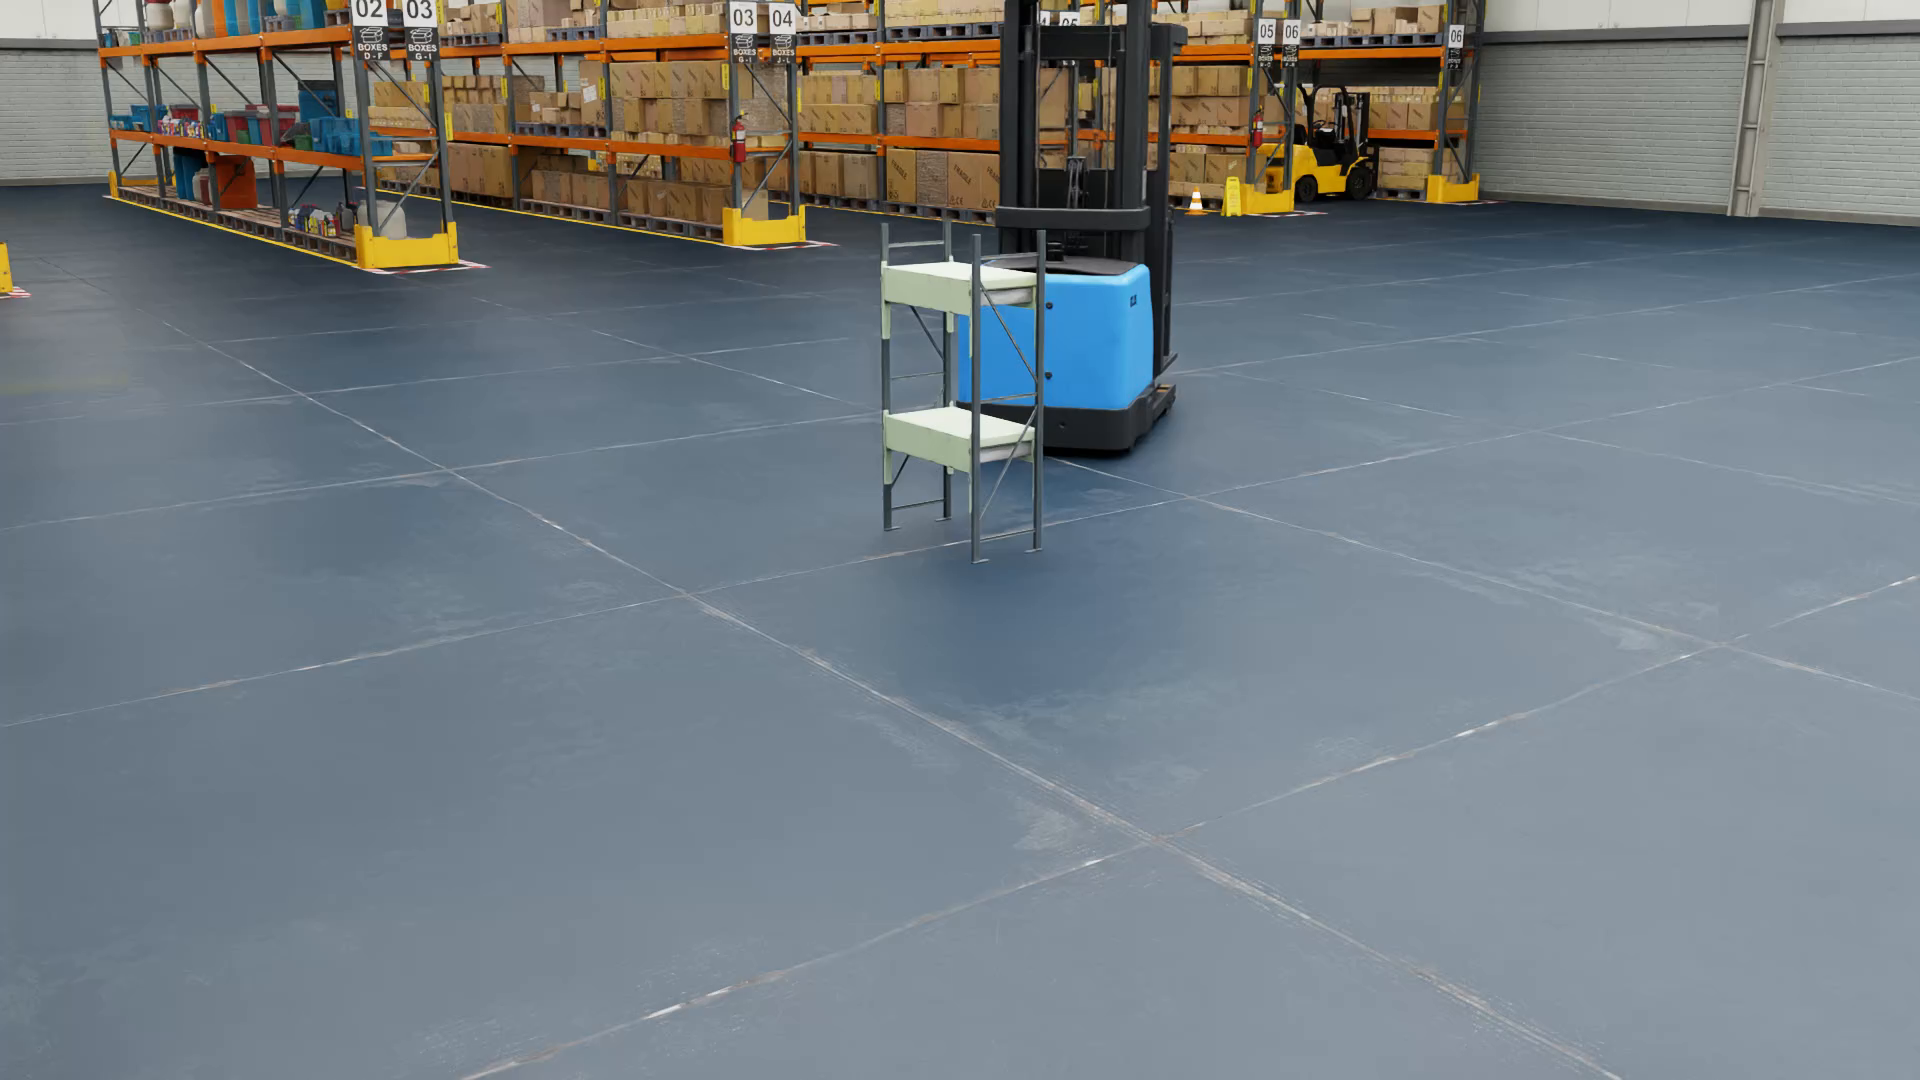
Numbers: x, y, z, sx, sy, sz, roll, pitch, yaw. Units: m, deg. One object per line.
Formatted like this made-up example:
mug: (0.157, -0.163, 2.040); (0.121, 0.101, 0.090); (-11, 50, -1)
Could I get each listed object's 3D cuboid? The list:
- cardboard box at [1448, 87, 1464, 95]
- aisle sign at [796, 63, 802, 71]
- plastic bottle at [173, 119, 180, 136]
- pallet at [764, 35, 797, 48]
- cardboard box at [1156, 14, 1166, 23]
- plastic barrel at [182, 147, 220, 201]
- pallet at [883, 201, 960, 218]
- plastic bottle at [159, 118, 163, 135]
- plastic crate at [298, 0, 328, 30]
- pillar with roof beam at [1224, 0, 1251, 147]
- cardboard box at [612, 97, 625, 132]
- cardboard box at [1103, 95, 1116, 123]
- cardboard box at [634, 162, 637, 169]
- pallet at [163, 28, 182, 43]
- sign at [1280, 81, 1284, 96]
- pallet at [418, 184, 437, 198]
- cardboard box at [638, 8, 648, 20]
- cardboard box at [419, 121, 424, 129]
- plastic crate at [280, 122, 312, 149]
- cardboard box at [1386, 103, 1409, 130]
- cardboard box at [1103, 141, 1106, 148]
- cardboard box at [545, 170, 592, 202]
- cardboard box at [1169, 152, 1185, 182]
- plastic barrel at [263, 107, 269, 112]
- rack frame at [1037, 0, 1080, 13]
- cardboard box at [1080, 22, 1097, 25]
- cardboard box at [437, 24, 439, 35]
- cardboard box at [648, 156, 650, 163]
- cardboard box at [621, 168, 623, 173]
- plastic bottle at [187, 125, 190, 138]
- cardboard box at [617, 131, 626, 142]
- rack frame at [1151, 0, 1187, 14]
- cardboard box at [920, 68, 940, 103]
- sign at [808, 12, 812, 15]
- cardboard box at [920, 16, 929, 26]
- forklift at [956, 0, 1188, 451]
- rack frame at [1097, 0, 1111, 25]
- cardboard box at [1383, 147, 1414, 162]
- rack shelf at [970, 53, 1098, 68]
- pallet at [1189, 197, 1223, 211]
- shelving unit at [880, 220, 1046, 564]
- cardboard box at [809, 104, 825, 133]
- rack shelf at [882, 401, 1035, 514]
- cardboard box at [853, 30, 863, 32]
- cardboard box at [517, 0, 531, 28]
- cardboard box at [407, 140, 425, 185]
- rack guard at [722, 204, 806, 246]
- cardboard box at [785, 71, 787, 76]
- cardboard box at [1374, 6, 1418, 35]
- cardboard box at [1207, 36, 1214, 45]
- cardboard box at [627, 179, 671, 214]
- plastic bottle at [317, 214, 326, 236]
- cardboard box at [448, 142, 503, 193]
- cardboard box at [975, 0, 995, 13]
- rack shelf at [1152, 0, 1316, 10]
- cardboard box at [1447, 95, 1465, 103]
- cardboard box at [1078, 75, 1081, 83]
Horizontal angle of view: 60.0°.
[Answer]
cardboard box: (9.320, -8.508, 31.498); (0.380, 0.149, 0.250); (-11, 19, -36)
aisle sign: (-3.867, -11.861, 40.807); (0.394, 0.787, 0.004); (-11, 19, -35)
plastic bottle: (-13.101, -6.918, 27.904); (0.152, 0.276, 0.135); (-11, 19, -35)
pallet: (-2.895, -9.272, 30.947); (1.213, 0.211, 1.003); (-10, 18, -32)
cardboard box: (3.711, -9.304, 29.672); (0.380, 0.149, 0.250); (-11, 19, -35)
plastic barrel: (-13.024, -6.303, 28.603); (0.600, 0.901, 0.708); (-11, 19, -35)
pallet: (-0.581, -5.672, 28.400); (1.003, 0.211, 1.213); (-11, 19, -35)
plastic bottle: (-13.797, -7.153, 28.751); (0.061, 0.283, 0.133); (-11, 19, -35)
plastic crate: (-8.055, -6.620, 20.929); (0.392, 0.384, 0.575); (-11, 19, -35)
pillar with roof beam: (2.654, -11.694, 33.755); (9.100, 9.000, 0.400); (-11, 19, -35)
cardboard box: (-4.821, -6.529, 25.497); (0.875, 0.500, 0.500); (-11, 19, -35)
cardboard box: (3.013, -8.036, 31.002); (0.500, 0.500, 0.500); (-11, 19, -35)
cardboard box: (-6.949, -8.243, 36.553); (0.380, 0.149, 0.250); (-10, 18, -32)
pallet: (-12.537, -8.345, 27.558); (1.003, 0.211, 1.213); (-11, 19, -35)
sign: (6.560, -9.187, 33.916); (0.100, 0.325, 0.005); (-11, 19, -35)
pallet: (-10.124, -6.981, 33.183); (1.003, 0.211, 1.213); (-11, 19, -35)
cardboard box: (-4.475, -7.669, 24.261); (0.380, 0.149, 0.250); (-11, 19, -36)
cardboard box: (-10.336, -8.100, 32.463); (0.380, 0.149, 0.250); (-10, 18, -33)
plastic crate: (-8.837, -5.513, 22.654); (0.767, 0.338, 0.504); (-11, 19, -35)
cardboard box: (8.545, -8.123, 31.885); (0.500, 0.500, 0.500); (-10, 18, -33)
cardboard box: (3.389, -9.270, 38.975); (0.380, 0.149, 0.250); (-12, 19, -37)
cardboard box: (-6.641, -6.048, 28.391); (0.700, 0.500, 0.500); (-13, 20, -39)
cardboard box: (4.049, -6.716, 29.924); (0.500, 0.500, 0.500); (-11, 19, -36)
plastic barrel: (-10.369, -6.306, 25.223); (0.421, 0.512, 0.421); (0, 15, 0)
rack frame: (1.387, -9.231, 24.757); (1.000, 3.000, 0.127); (-11, 19, -35)
cardboard box: (2.519, -9.661, 31.498); (0.500, 0.250, 0.500); (-11, 19, -36)
cardboard box: (-10.248, -10.055, 32.276); (0.700, 0.500, 0.500); (-12, 20, -38)
cardboard box: (-6.512, -8.218, 35.897); (0.380, 0.149, 0.250); (-10, 18, -33)
cardboard box: (-7.311, -8.214, 37.008); (0.380, 0.149, 0.250); (-11, 19, -34)
plastic bottle: (-12.567, -6.675, 27.159); (0.097, 0.201, 0.097); (0, 15, 0)
cardboard box: (-5.016, -6.174, 25.428); (0.380, 0.149, 0.250); (-11, 19, -35)
rack frame: (4.641, -12.500, 36.702); (1.000, 3.000, 0.127); (-11, 19, -35)
cardboard box: (-0.152, -7.465, 27.337); (0.875, 0.550, 0.550); (-11, 19, -35)
sign: (-2.863, -9.864, 31.624); (0.100, 0.325, 0.005); (-11, 19, -35)
cardboard box: (-0.426, -8.420, 26.969); (0.380, 0.149, 0.250); (-11, 19, -35)
forklift: (0.854, -2.284, 10.869); (1.130, 2.935, 3.031); (4, 16, 15)
rack frame: (2.980, -10.875, 30.764); (1.000, 3.000, 0.127); (-11, 19, -35)
cardboard box: (8.517, -7.415, 32.006); (0.500, 0.250, 0.500); (-10, 18, -34)
rack shelf: (1.804, -9.508, 32.815); (1.077, 0.370, 4.000); (-11, 19, -35)
pallet: (4.838, -5.978, 29.516); (1.003, 0.211, 1.213); (-11, 19, -35)
shelving unit: (0.004, -0.722, 7.873); (0.431, 1.500, 0.755); (-11, 19, -35)
cardboard box: (-2.382, -7.634, 30.095); (0.500, 0.500, 0.500); (-11, 19, -35)
rack shelf: (0.004, -0.408, 7.959); (0.431, 0.370, 0.720); (-11, 19, -35)
cardboard box: (-1.893, -9.257, 29.803); (0.396, 0.266, 0.258); (-11, 19, -35)
cardboard box: (-7.024, -8.784, 27.671); (0.500, 0.500, 0.500); (-11, 19, -34)
cardboard box: (-10.592, -7.675, 33.665); (0.875, 0.875, 0.875); (-11, 19, -35)
rack guard: (-2.729, -4.400, 23.204); (1.175, 0.500, 0.348); (-11, 19, -35)
cardboard box: (-4.091, -11.268, 40.253); (0.380, 0.149, 0.250); (-10, 18, -33)
cardboard box: (8.366, -9.935, 31.838); (0.700, 0.500, 0.500); (-11, 19, -34)
cardboard box: (4.499, -8.660, 28.829); (0.380, 0.149, 0.250); (-11, 19, -34)
cardboard box: (-4.833, -5.349, 25.875); (0.500, 0.500, 0.500); (-12, 19, -36)
plastic bottle: (-8.332, -4.131, 21.812); (0.152, 0.276, 0.135); (-11, 19, -36)
cardboard box: (-8.821, -7.005, 31.217); (1.225, 0.875, 0.875); (-12, 19, -36)
cardboard box: (0.580, -8.274, 25.679); (0.500, 0.250, 0.500); (-11, 19, -34)
rack shelf: (5.817, -11.533, 35.290); (1.077, 0.370, 4.000); (-11, 19, -35)
cardboard box: (9.355, -8.372, 31.566); (0.380, 0.149, 0.250); (-11, 19, -36)
cardboard box: (2.110, -8.897, 32.124); (0.380, 0.149, 0.250); (-12, 19, -36)
